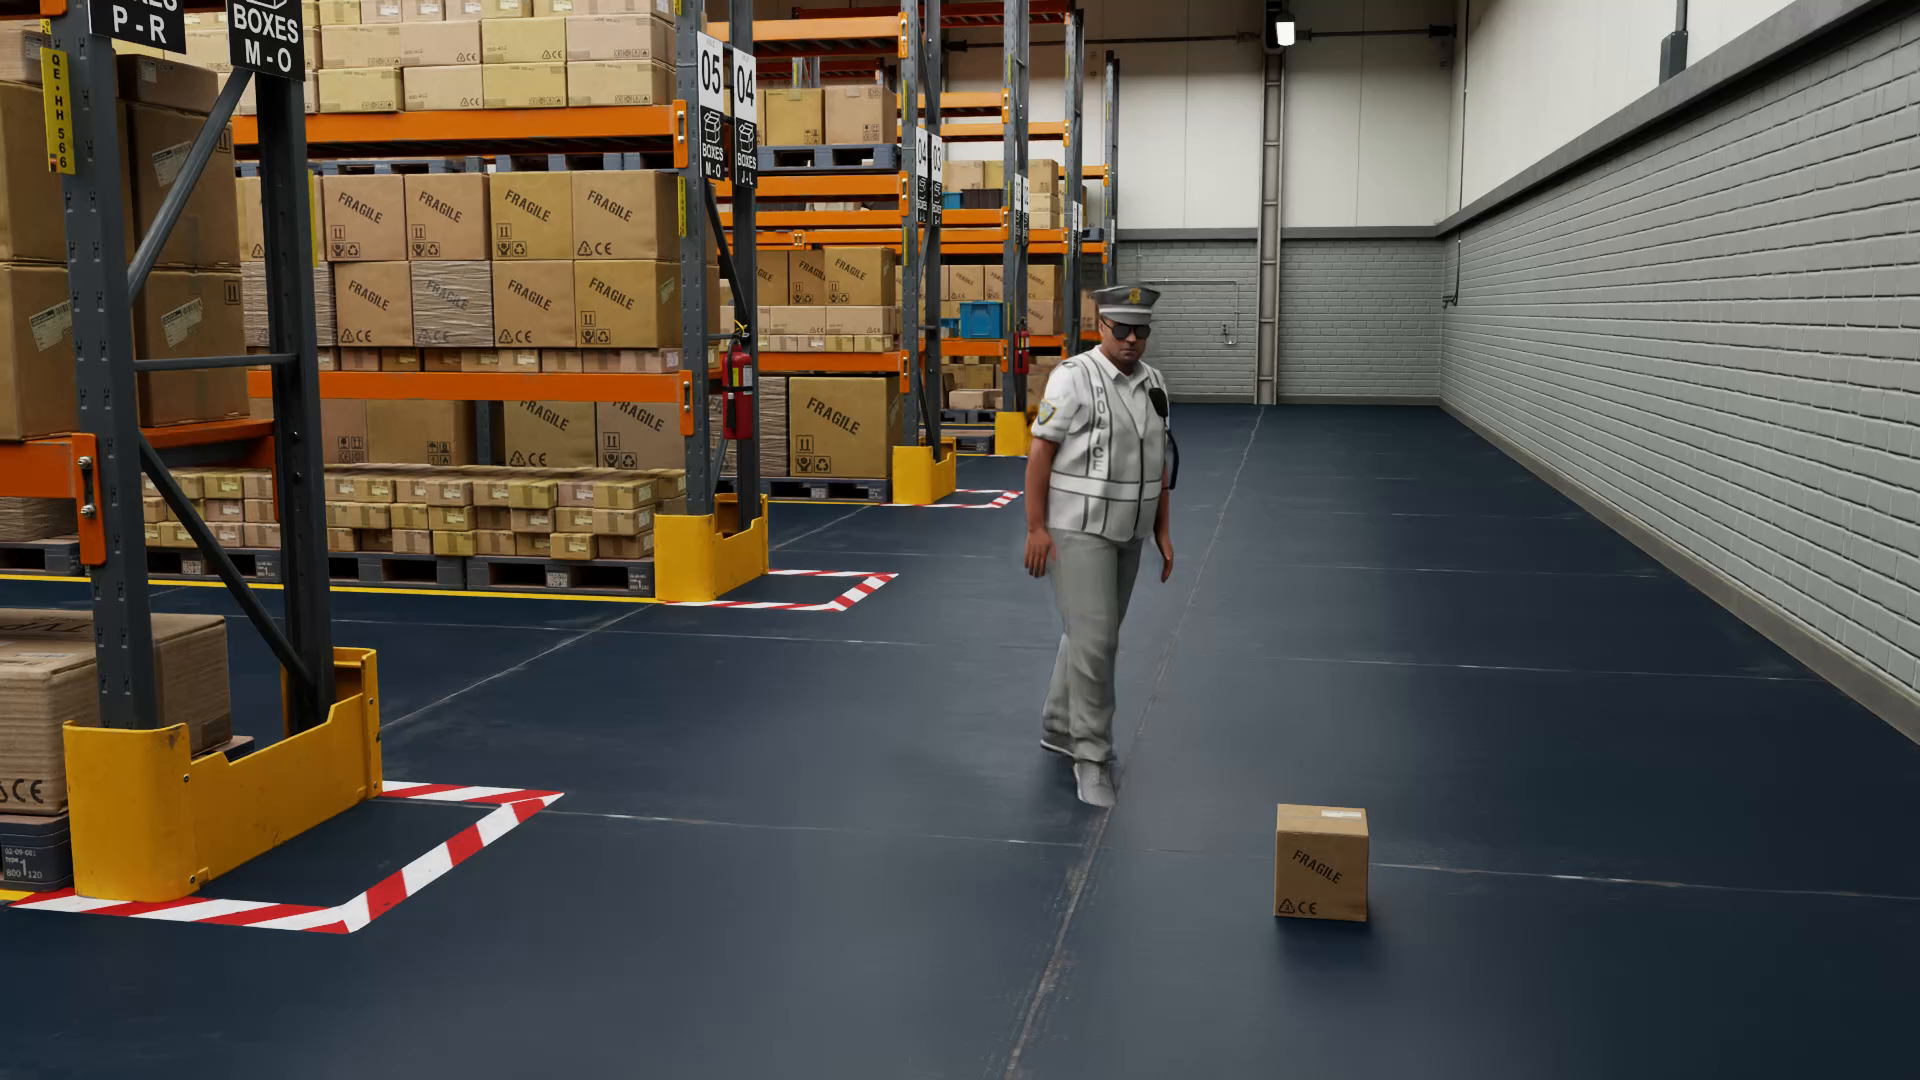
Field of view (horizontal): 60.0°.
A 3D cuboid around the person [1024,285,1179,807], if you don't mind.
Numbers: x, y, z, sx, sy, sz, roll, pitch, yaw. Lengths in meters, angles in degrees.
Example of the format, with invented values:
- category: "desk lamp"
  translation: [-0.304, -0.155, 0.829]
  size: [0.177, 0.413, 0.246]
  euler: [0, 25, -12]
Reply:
- category: "person"
  translation: [0.483, 0.006, 5.898]
  size: [0.574, 1.798, 0.597]
  euler: [-8, 11, -44]
